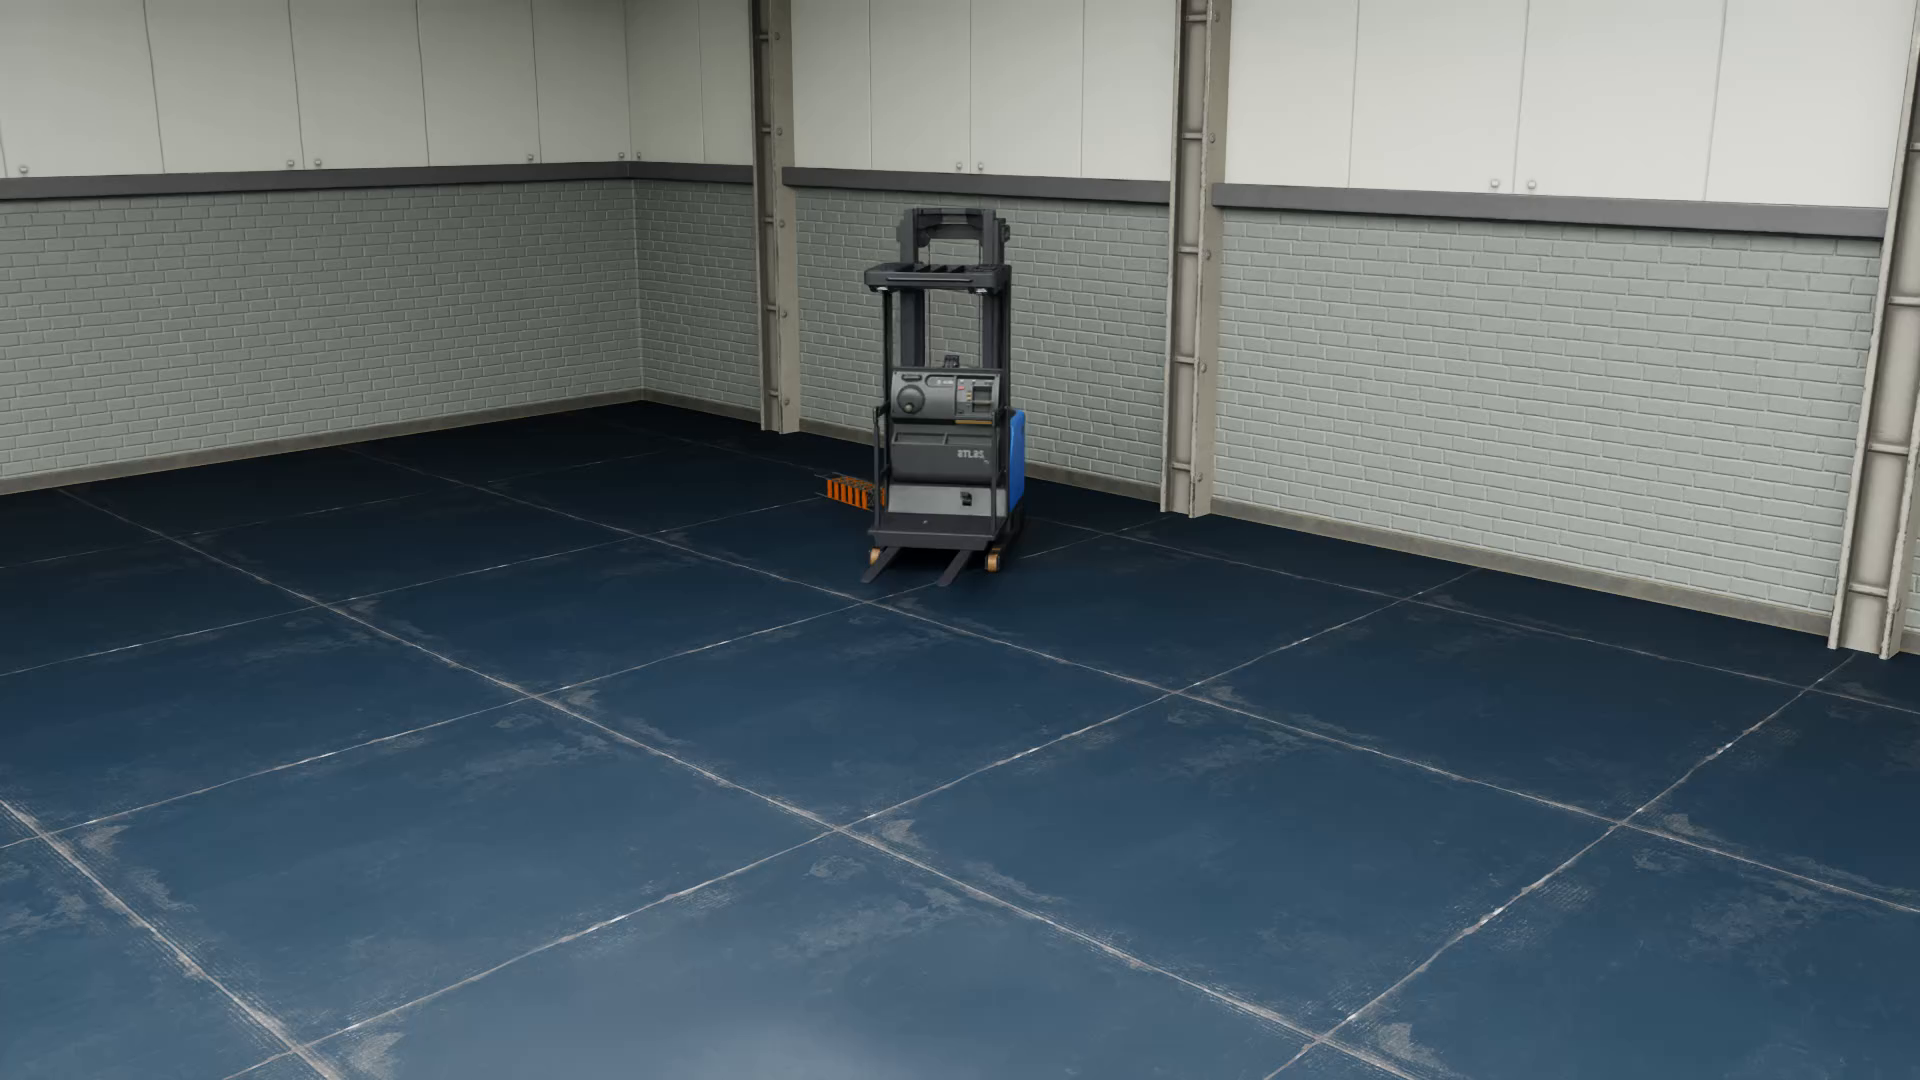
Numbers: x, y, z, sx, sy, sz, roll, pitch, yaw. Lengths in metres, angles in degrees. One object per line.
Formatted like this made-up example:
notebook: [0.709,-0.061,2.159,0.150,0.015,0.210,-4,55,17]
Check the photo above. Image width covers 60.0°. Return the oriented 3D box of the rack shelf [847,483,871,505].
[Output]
rack shelf: [-0.971,-0.454,16.292,0.258,0.180,0.103,-11,18,-37]

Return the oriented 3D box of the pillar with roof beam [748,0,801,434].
pillar with roof beam: [-5.139,-4.893,15.864,0.400,9.000,9.100,14,20,42]

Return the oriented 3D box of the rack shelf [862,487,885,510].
rack shelf: [-0.823,-0.407,16.110,0.258,0.180,0.103,-11,18,-37]

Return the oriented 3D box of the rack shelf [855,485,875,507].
rack shelf: [-0.897,-0.431,16.201,0.258,0.180,0.103,-11,18,-37]

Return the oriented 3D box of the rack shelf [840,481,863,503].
rack shelf: [-1.046,-0.478,16.383,0.258,0.180,0.103,-11,18,-37]

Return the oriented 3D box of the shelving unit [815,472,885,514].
shelving unit: [-0.999,-0.463,16.326,0.258,0.189,1.200,-11,18,-37]

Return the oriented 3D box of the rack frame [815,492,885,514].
rack frame: [-0.999,-0.375,16.349,0.240,0.006,1.200,-11,18,-37]

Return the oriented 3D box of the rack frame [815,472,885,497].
rack frame: [-0.999,-0.552,16.303,0.240,0.006,1.200,-11,18,-37]

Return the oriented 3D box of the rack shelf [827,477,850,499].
rack shelf: [-1.195,-0.526,16.566,0.258,0.180,0.103,-11,18,-37]

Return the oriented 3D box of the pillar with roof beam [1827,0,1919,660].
pillar with roof beam: [3.500,-2.793,7.804,0.400,9.000,9.100,14,20,42]

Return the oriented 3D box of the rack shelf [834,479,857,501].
rack shelf: [-1.120,-0.502,16.474,0.258,0.180,0.103,-11,18,-37]

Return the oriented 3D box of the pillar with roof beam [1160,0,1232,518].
pillar with roof beam: [-0.819,-3.843,11.834,0.400,9.000,9.100,14,20,42]

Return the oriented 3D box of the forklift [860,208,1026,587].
forklift: [-0.159,-1.242,13.885,1.130,2.935,3.031,3,15,10]
